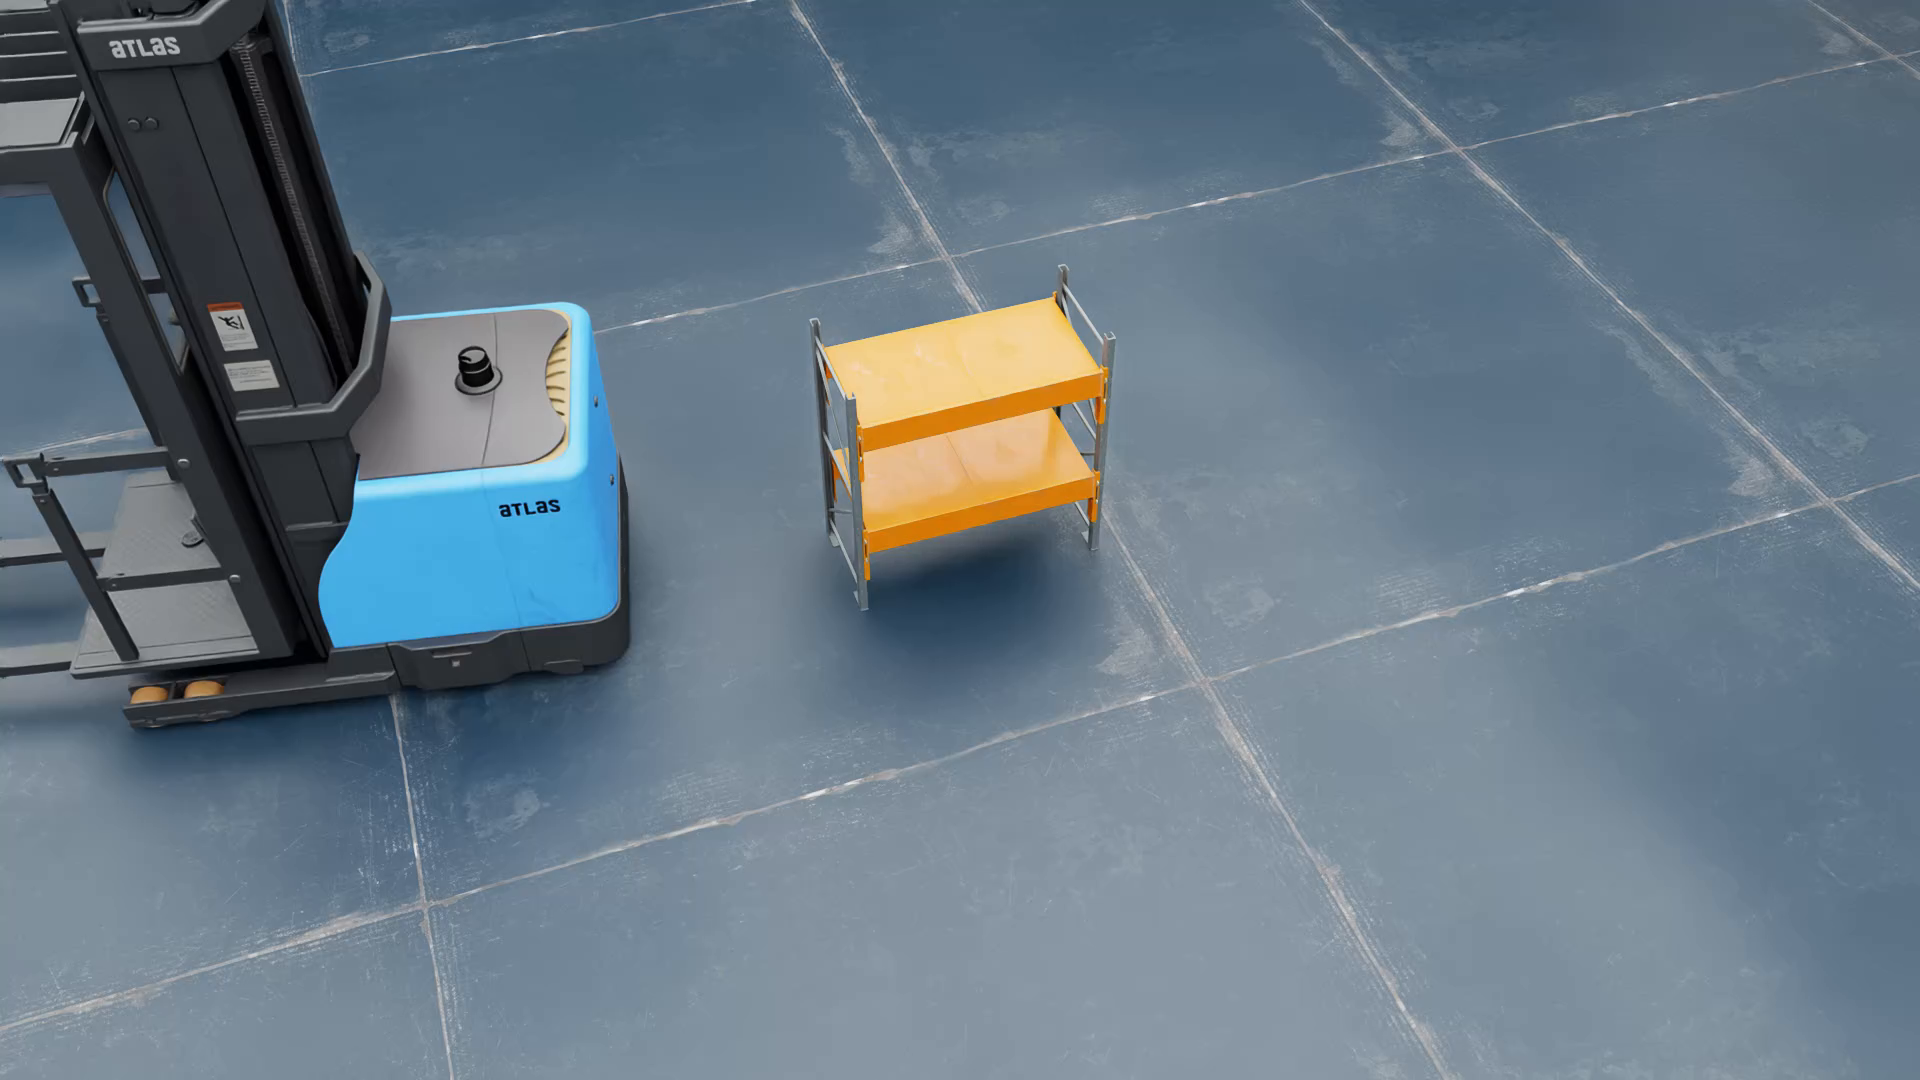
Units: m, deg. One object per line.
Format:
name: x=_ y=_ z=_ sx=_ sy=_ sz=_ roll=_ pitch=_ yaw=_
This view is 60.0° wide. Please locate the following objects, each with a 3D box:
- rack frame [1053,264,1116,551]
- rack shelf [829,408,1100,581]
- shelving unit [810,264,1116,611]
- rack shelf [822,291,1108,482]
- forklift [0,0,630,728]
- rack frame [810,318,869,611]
rack frame: x=0.485 y=-0.521 z=6.784 sx=0.032 sy=1.125 sz=0.500 roll=-14 pitch=47 yaw=-14
rack shelf: x=0.006 y=-0.226 z=6.836 sx=1.000 sy=0.278 sz=0.538 roll=-14 pitch=47 yaw=-14
shelving unit: x=0.006 y=-0.399 z=6.663 sx=1.048 sy=1.125 sz=0.538 roll=-14 pitch=47 yaw=-14
rack shelf: x=0.006 y=-0.605 z=6.455 sx=1.000 sy=0.278 sz=0.538 roll=-14 pitch=47 yaw=-14
forklift: x=-2.863 y=-0.723 z=5.710 sx=3.031 sy=2.935 sz=1.130 roll=-6 pitch=45 yaw=-6
rack frame: x=-0.472 y=-0.276 z=6.541 sx=0.032 sy=1.125 sz=0.500 roll=-14 pitch=47 yaw=-14
